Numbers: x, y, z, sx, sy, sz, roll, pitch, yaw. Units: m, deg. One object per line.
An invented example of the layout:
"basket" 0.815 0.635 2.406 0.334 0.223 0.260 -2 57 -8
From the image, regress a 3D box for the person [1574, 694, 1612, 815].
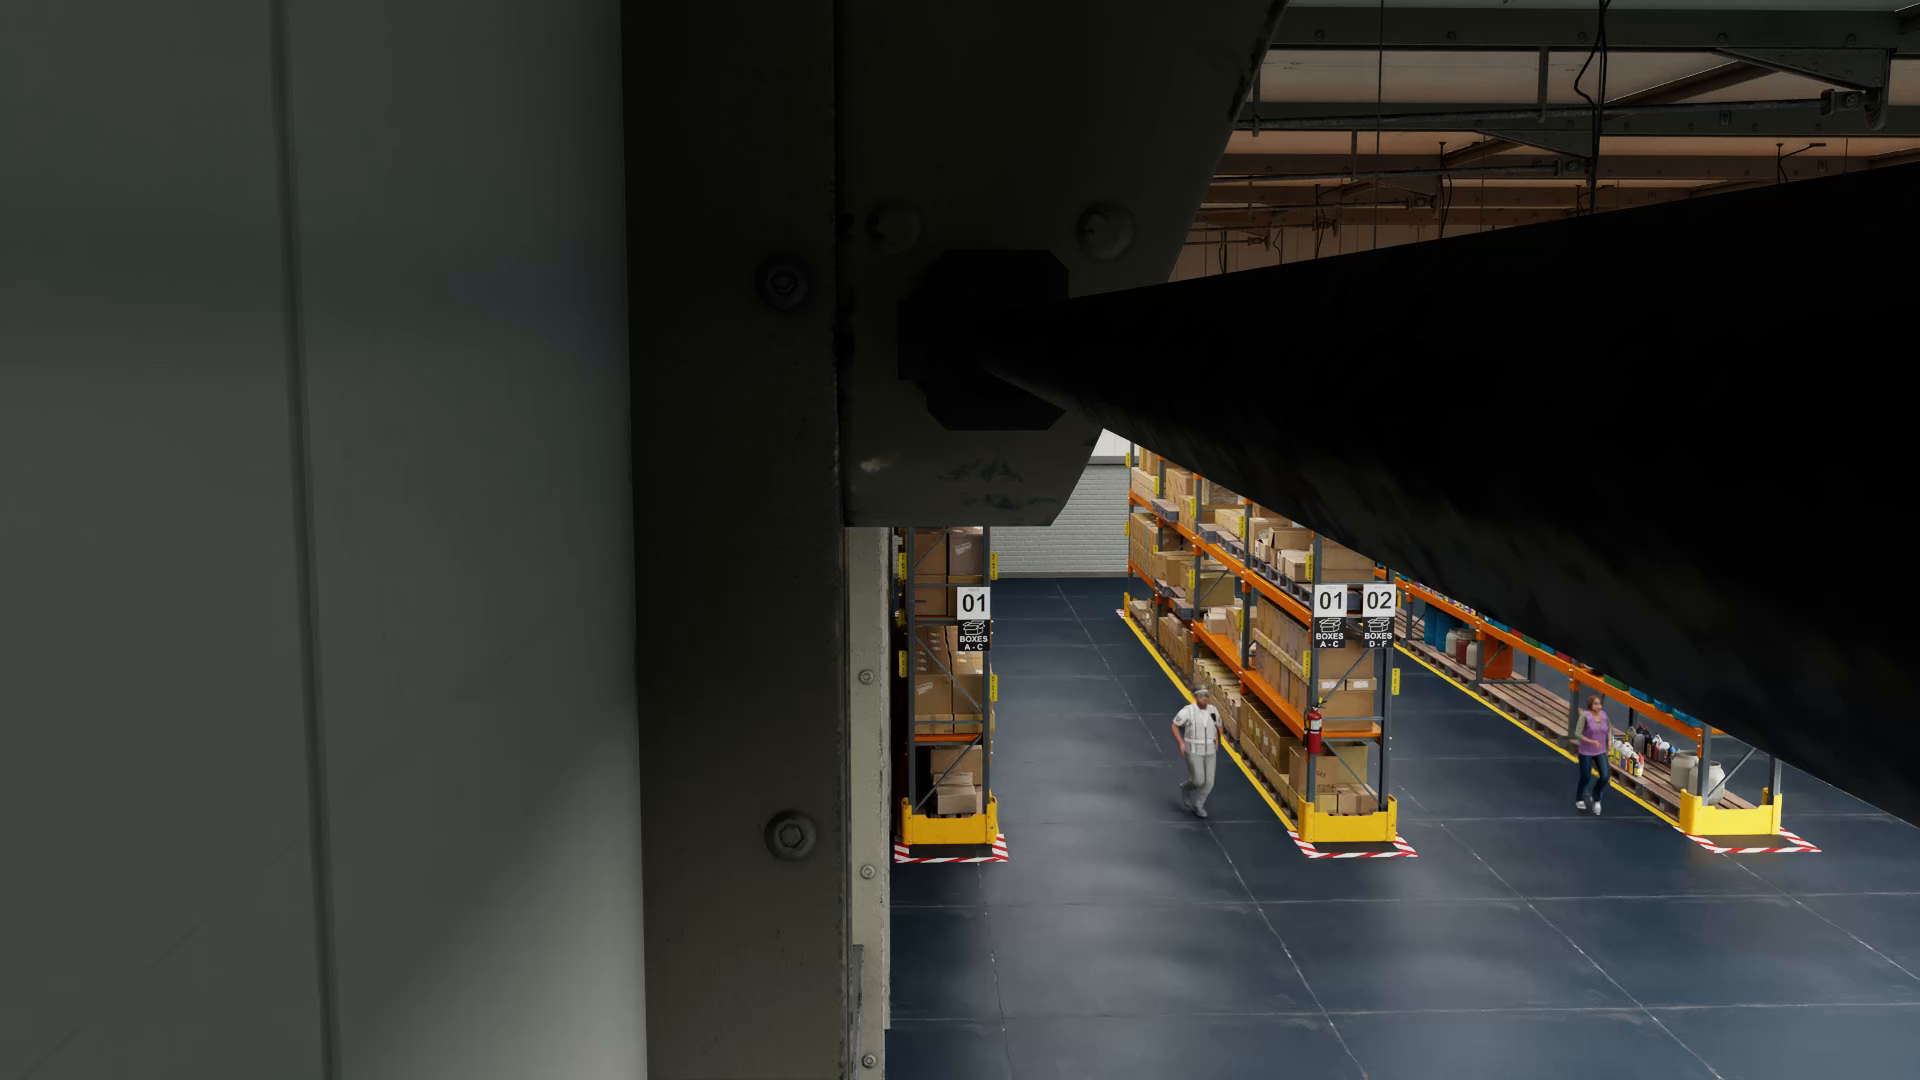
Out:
"person" 8.237 2.795 21.582 0.567 1.583 0.656 0 7 -3

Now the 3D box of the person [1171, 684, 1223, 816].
"person" 3.121 2.722 21.512 0.658 1.739 0.591 -2 8 -16
